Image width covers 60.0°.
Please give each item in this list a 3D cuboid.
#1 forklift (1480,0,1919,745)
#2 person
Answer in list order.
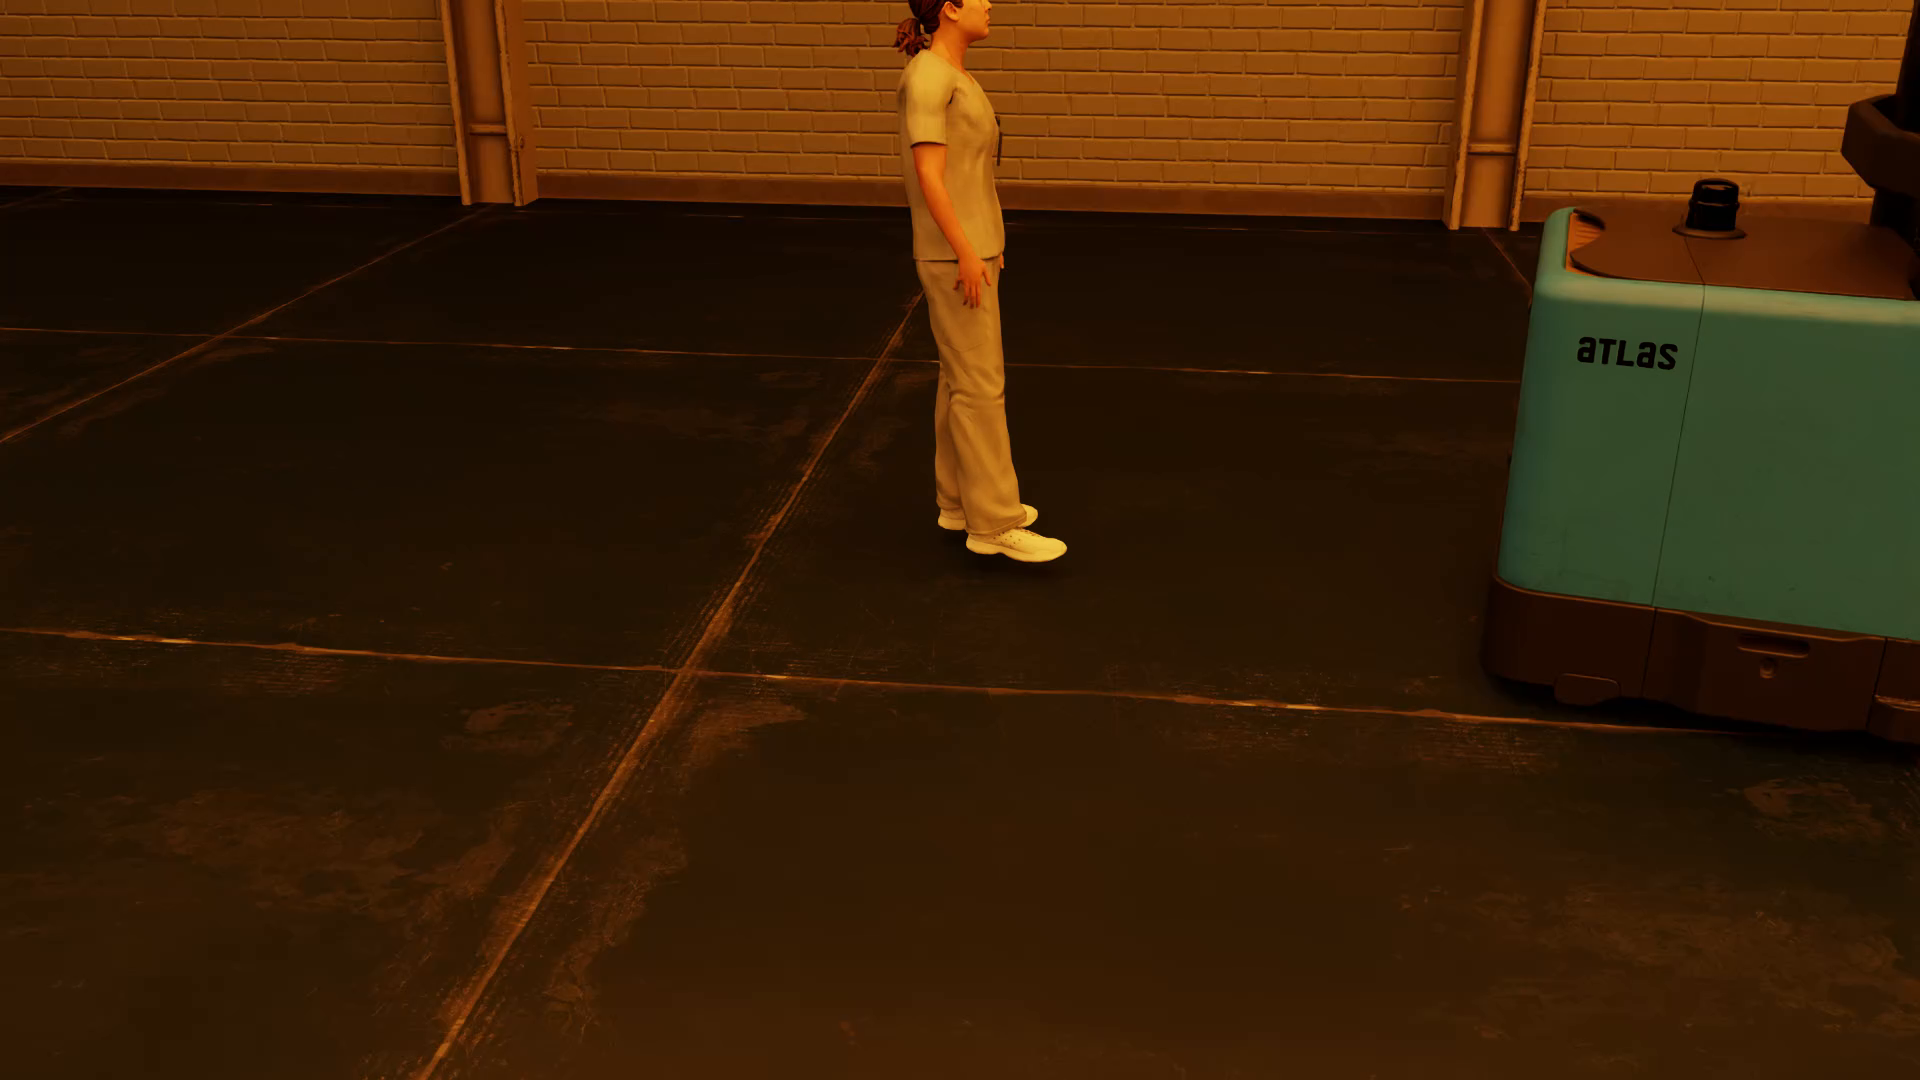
[{"bbox_3d":[2.893,-0.948,3.608,3.031,2.935,1.130,8,23,18],"label":"forklift"},{"bbox_3d":[0.071,-0.813,4.825,0.549,1.675,0.549,3,22,7],"label":"person"}]
